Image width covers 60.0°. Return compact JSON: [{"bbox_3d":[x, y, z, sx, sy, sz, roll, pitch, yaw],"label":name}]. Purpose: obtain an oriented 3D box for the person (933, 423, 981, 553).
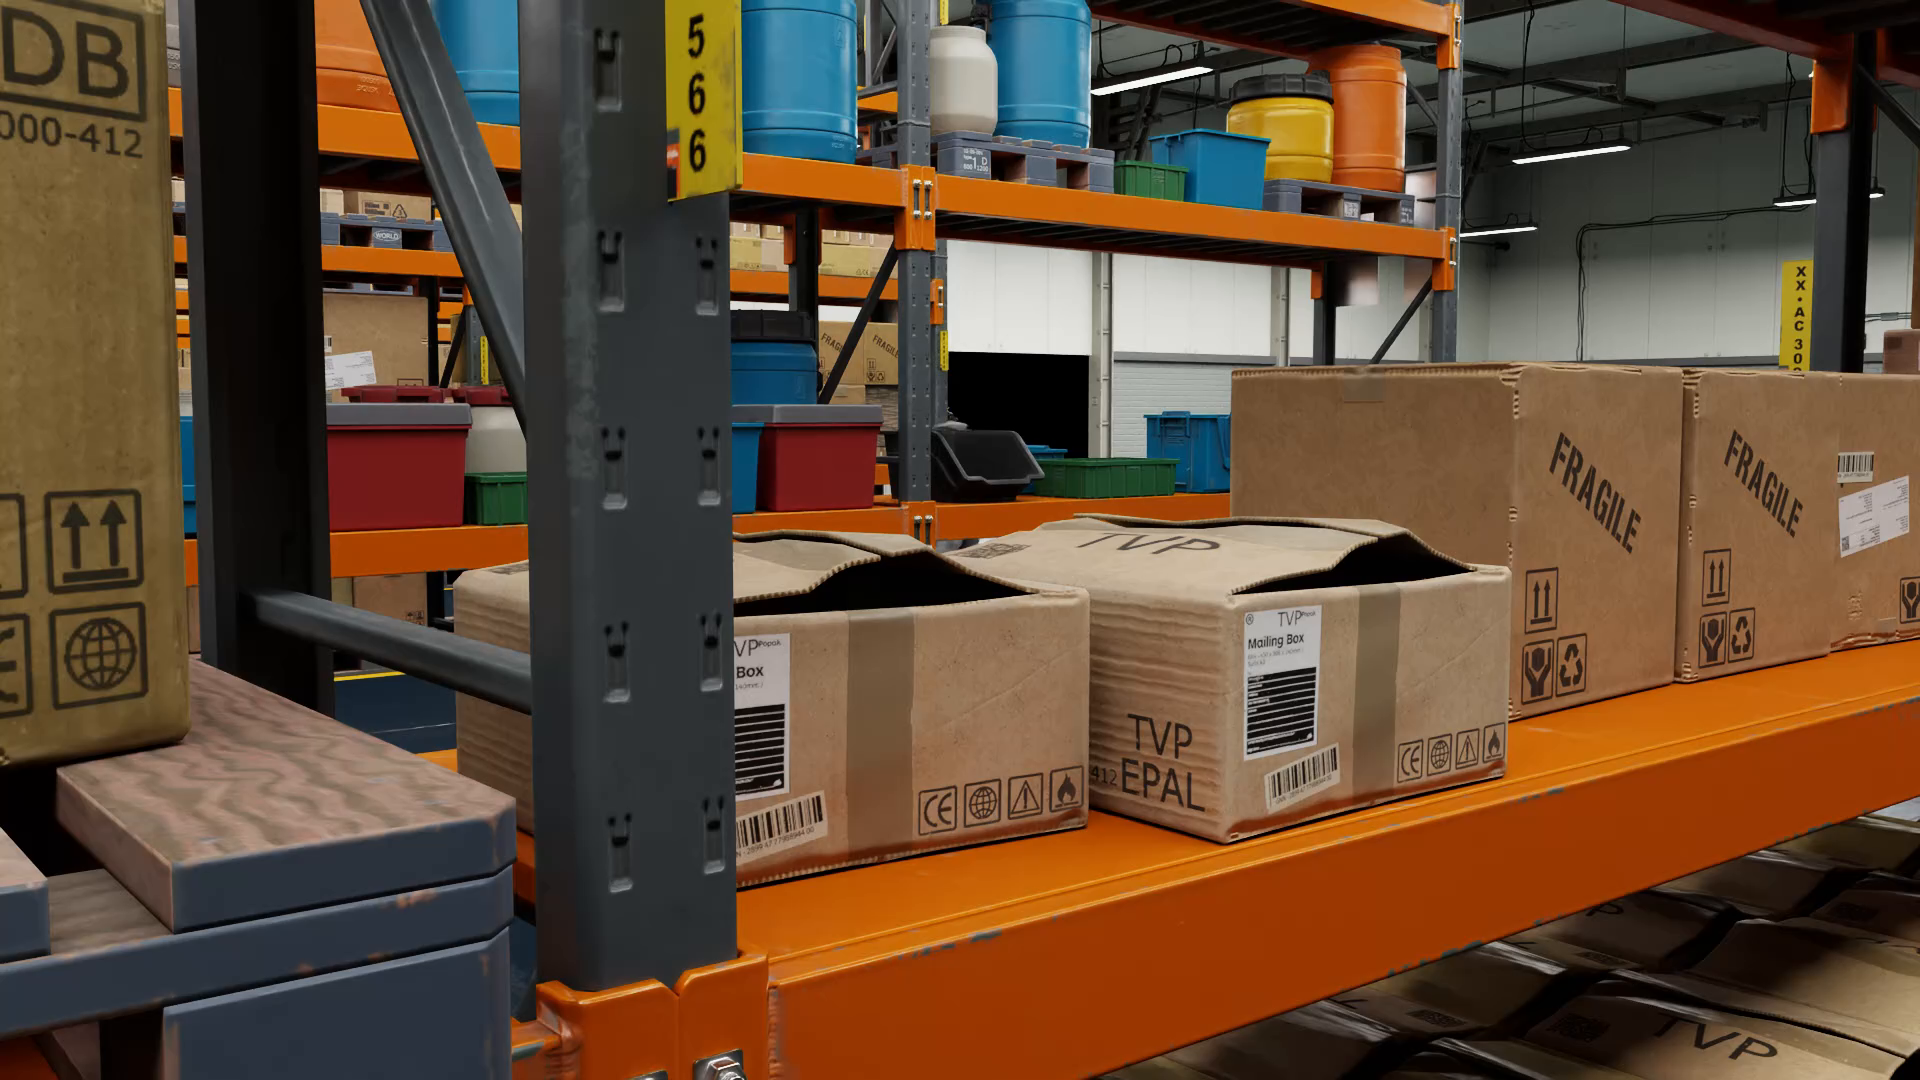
[{"bbox_3d":[-0.043,-0.050,12.510,0.479,1.656,0.352,-3,6,-38],"label":"person"}]
